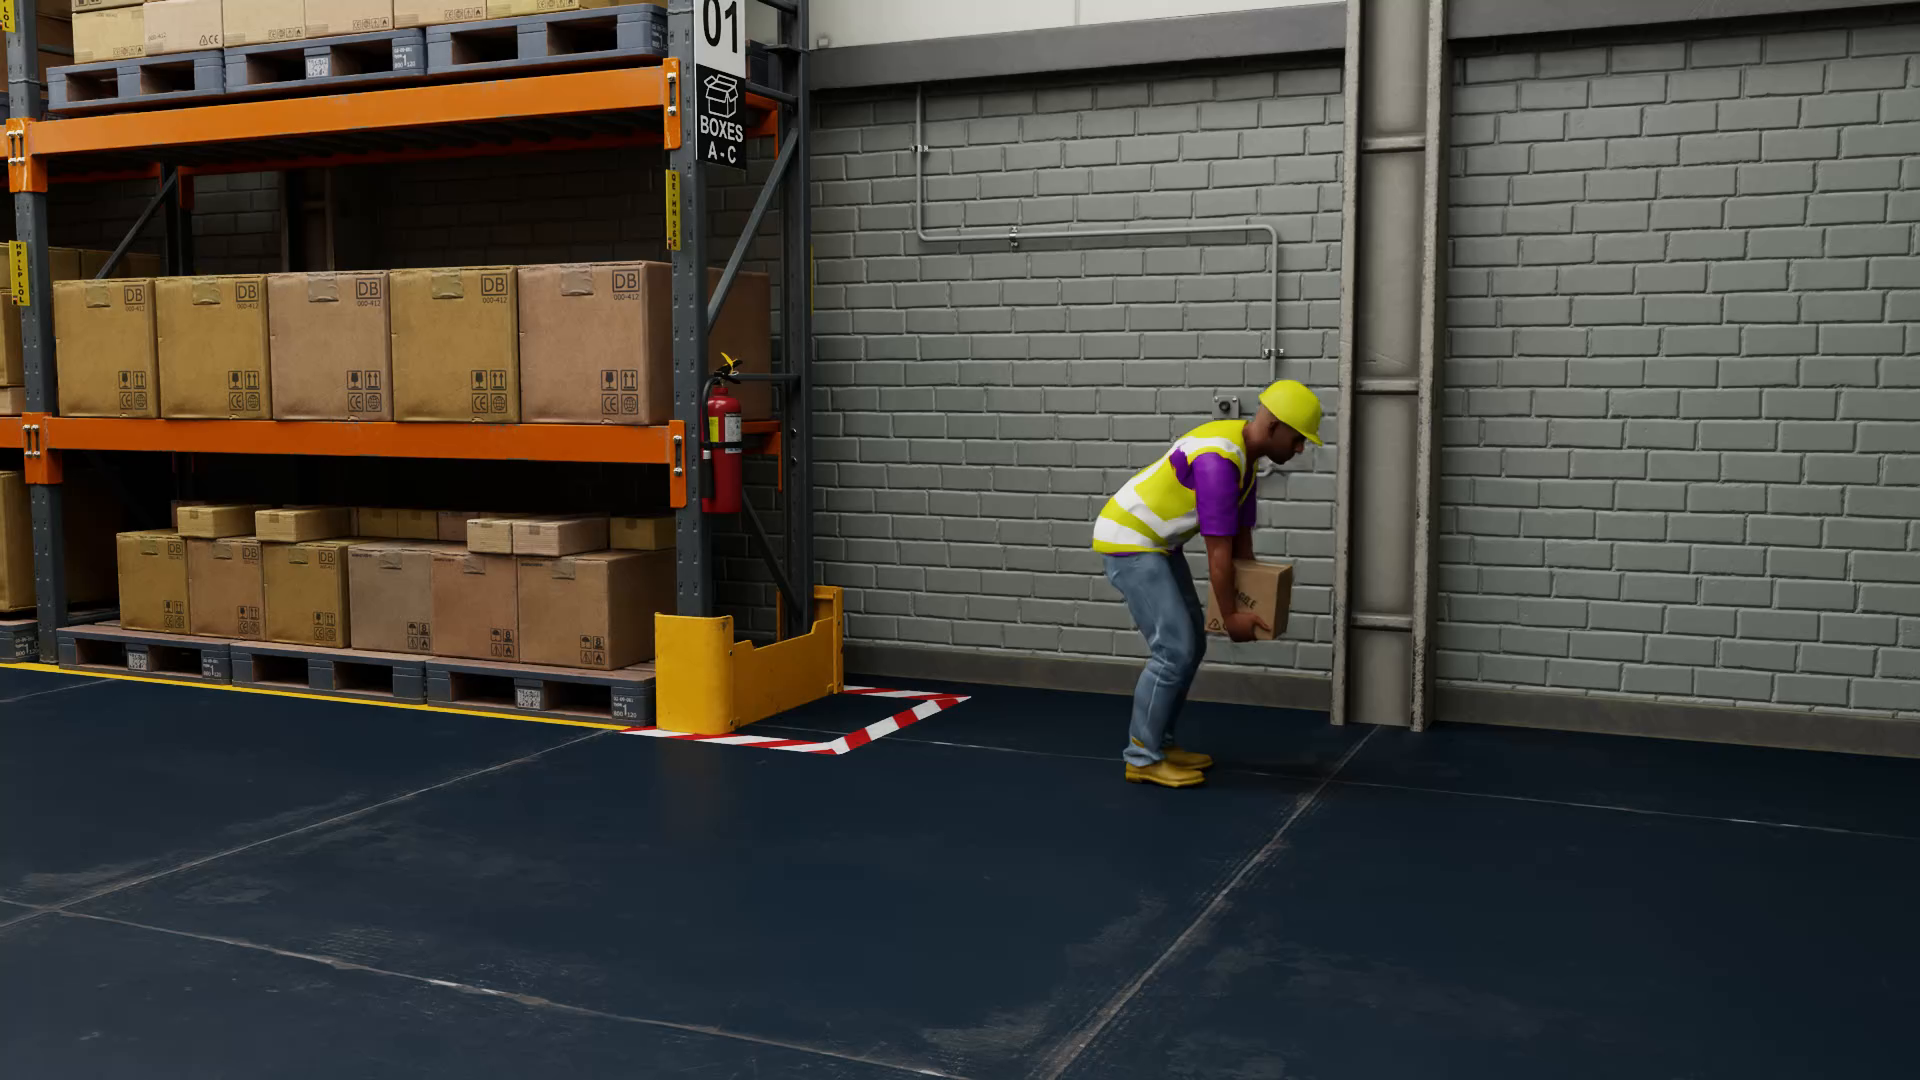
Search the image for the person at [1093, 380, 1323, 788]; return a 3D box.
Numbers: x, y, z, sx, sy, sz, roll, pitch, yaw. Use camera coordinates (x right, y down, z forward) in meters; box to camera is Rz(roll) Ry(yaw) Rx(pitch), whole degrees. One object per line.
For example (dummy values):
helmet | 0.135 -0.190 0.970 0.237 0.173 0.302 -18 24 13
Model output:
person | 0.920 0.154 6.201 0.831 1.499 0.487 2 6 22
